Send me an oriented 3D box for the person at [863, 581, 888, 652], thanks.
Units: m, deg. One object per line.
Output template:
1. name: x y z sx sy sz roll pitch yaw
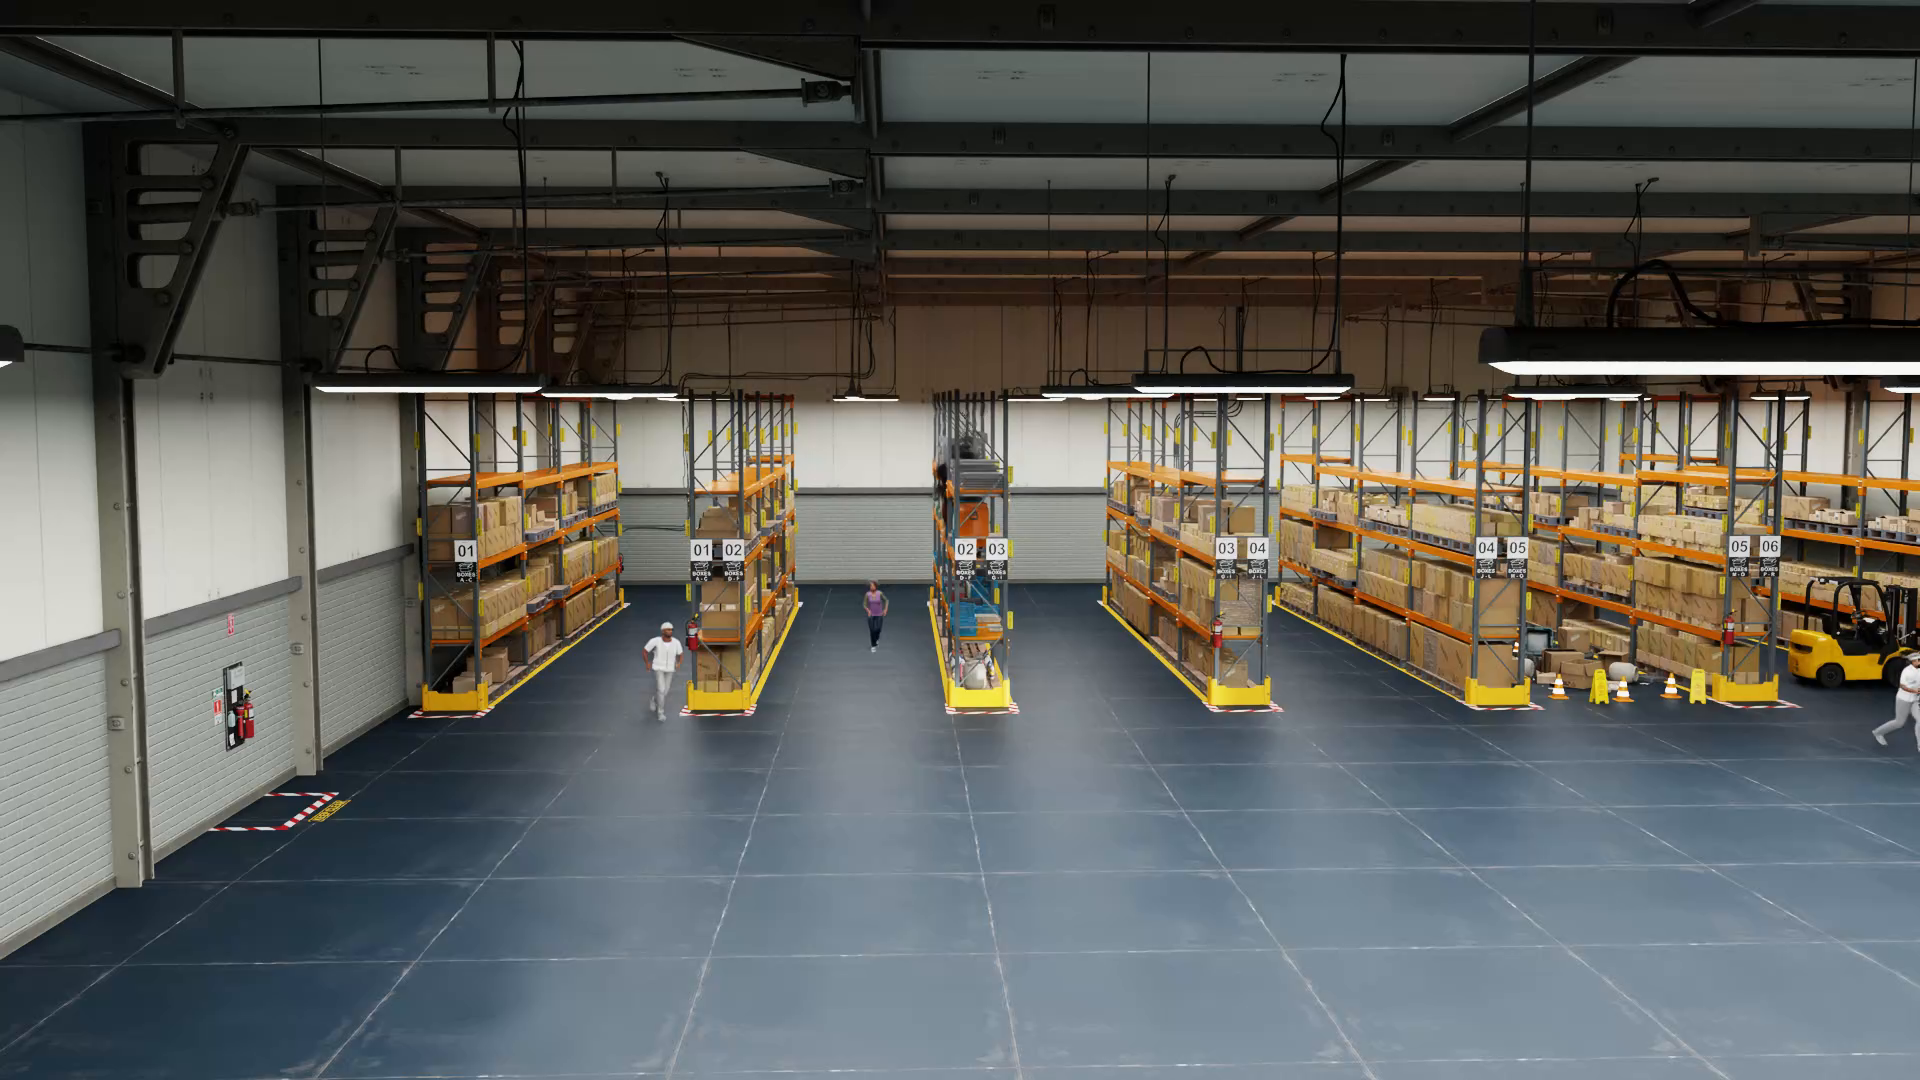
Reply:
1. person: -1.859 1.685 36.493 0.560 1.570 0.555 0 5 0

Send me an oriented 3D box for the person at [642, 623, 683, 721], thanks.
1. person: -5.419 2.382 30.450 0.738 1.748 0.778 -3 6 -33

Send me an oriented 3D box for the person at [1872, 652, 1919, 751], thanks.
1. person: 15.554 2.657 27.330 0.599 1.705 0.984 -4 6 -38
